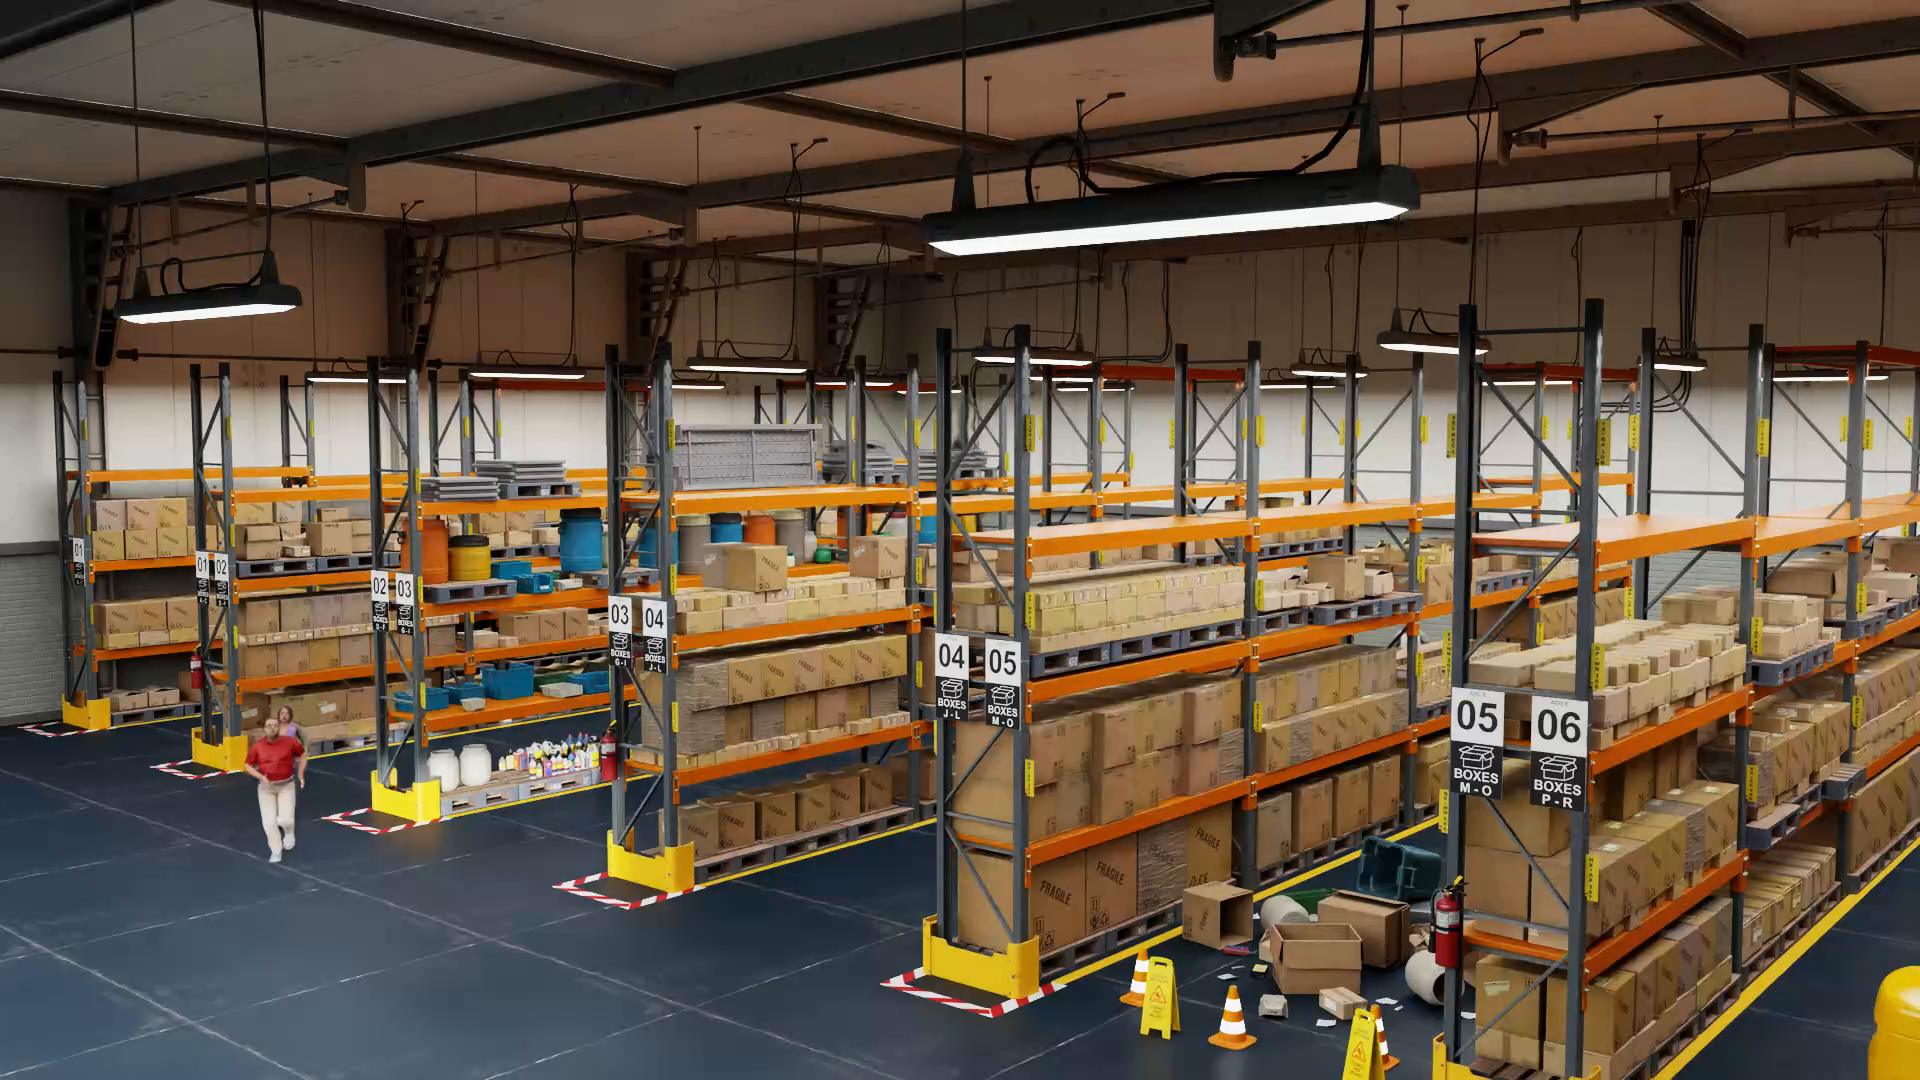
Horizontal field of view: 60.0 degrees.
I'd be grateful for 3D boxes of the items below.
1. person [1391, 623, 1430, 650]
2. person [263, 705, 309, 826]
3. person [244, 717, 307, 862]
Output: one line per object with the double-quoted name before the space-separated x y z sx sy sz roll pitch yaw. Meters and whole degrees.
"person" 8.004 2.185 29.472 0.705 1.712 0.508 1 4 9
"person" -8.526 2.859 20.939 0.552 1.562 0.574 0 4 -6
"person" -8.025 2.921 19.514 0.682 1.674 0.623 -1 4 -18
